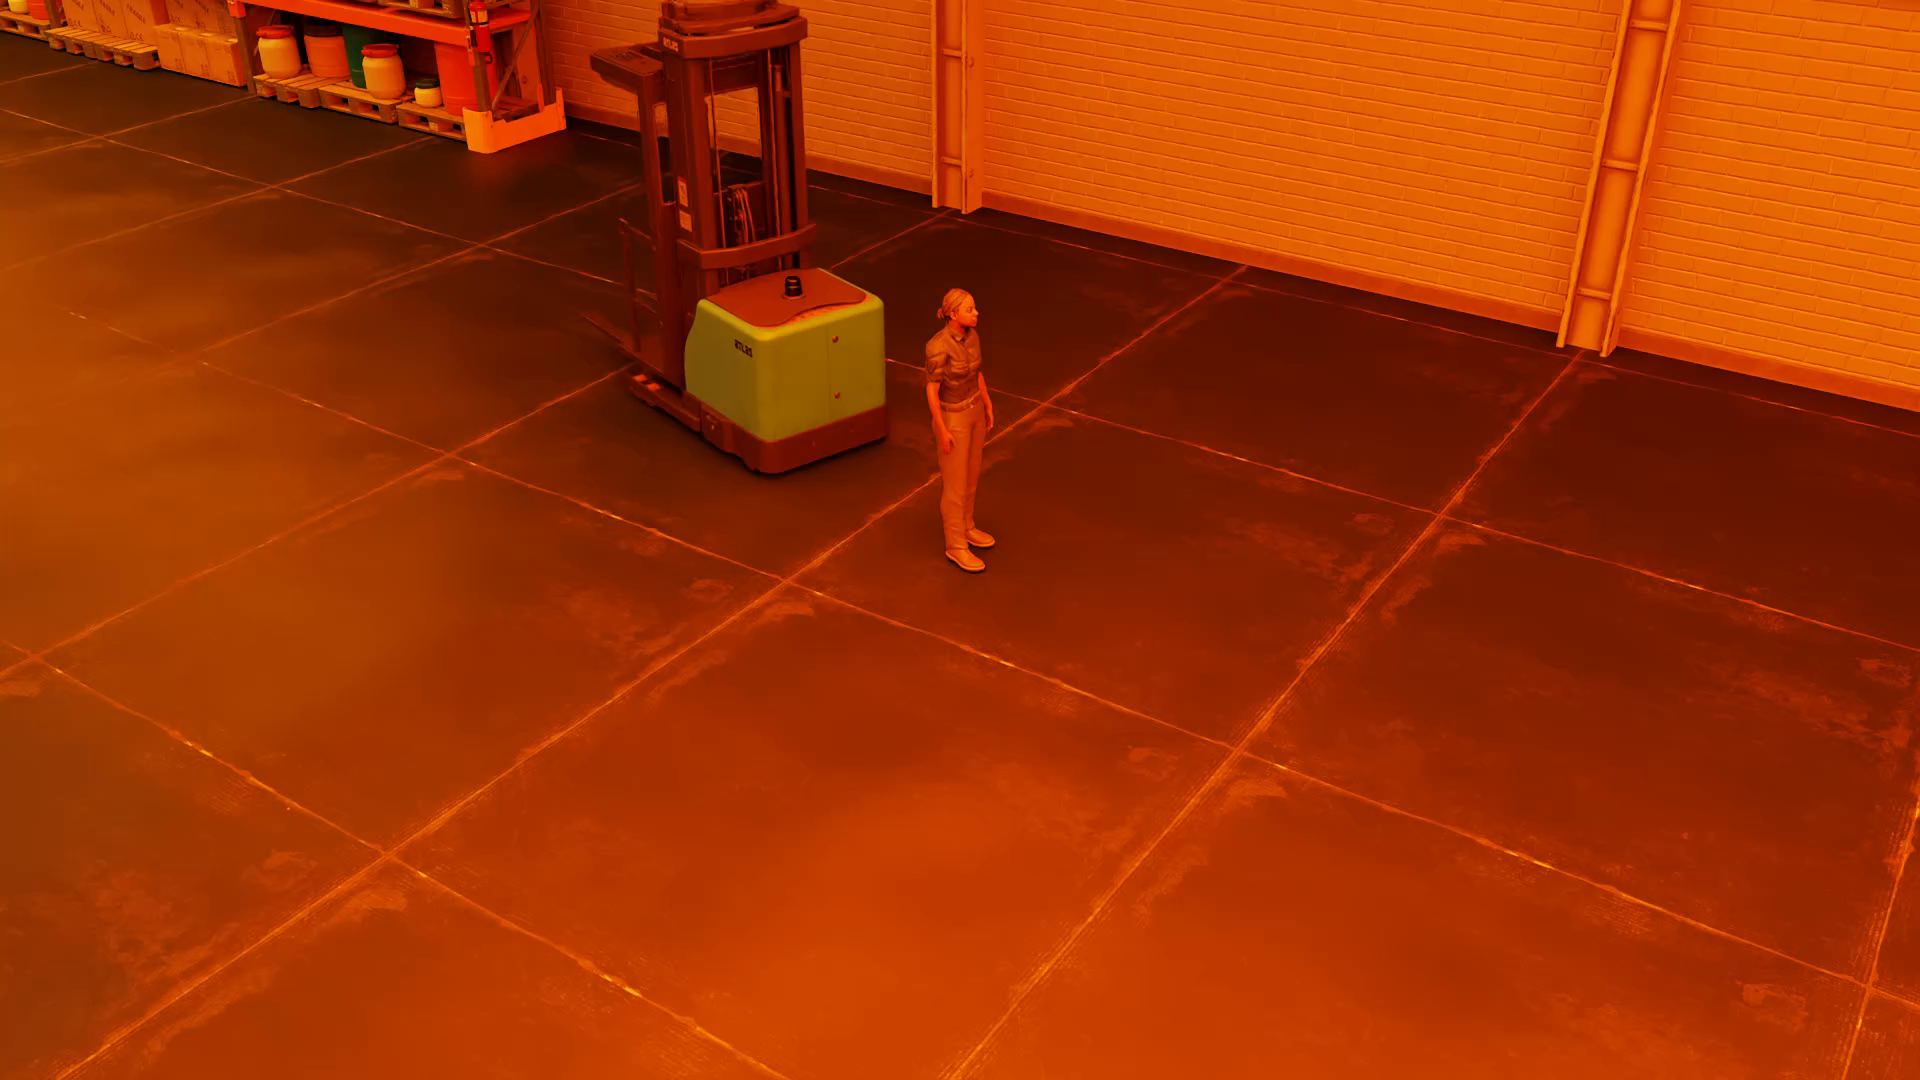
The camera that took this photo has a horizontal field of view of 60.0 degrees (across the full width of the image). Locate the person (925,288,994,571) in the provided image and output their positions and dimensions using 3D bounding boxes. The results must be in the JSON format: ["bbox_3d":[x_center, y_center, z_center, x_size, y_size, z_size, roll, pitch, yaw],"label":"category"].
[{"bbox_3d":[0.062,-0.689,10.024,0.503,1.656,0.569,19,35,29],"label":"person"}]

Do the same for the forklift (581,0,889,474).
[{"bbox_3d":[-1.803,-2.384,11.687,1.130,2.935,3.031,-22,37,-32],"label":"forklift"}]
